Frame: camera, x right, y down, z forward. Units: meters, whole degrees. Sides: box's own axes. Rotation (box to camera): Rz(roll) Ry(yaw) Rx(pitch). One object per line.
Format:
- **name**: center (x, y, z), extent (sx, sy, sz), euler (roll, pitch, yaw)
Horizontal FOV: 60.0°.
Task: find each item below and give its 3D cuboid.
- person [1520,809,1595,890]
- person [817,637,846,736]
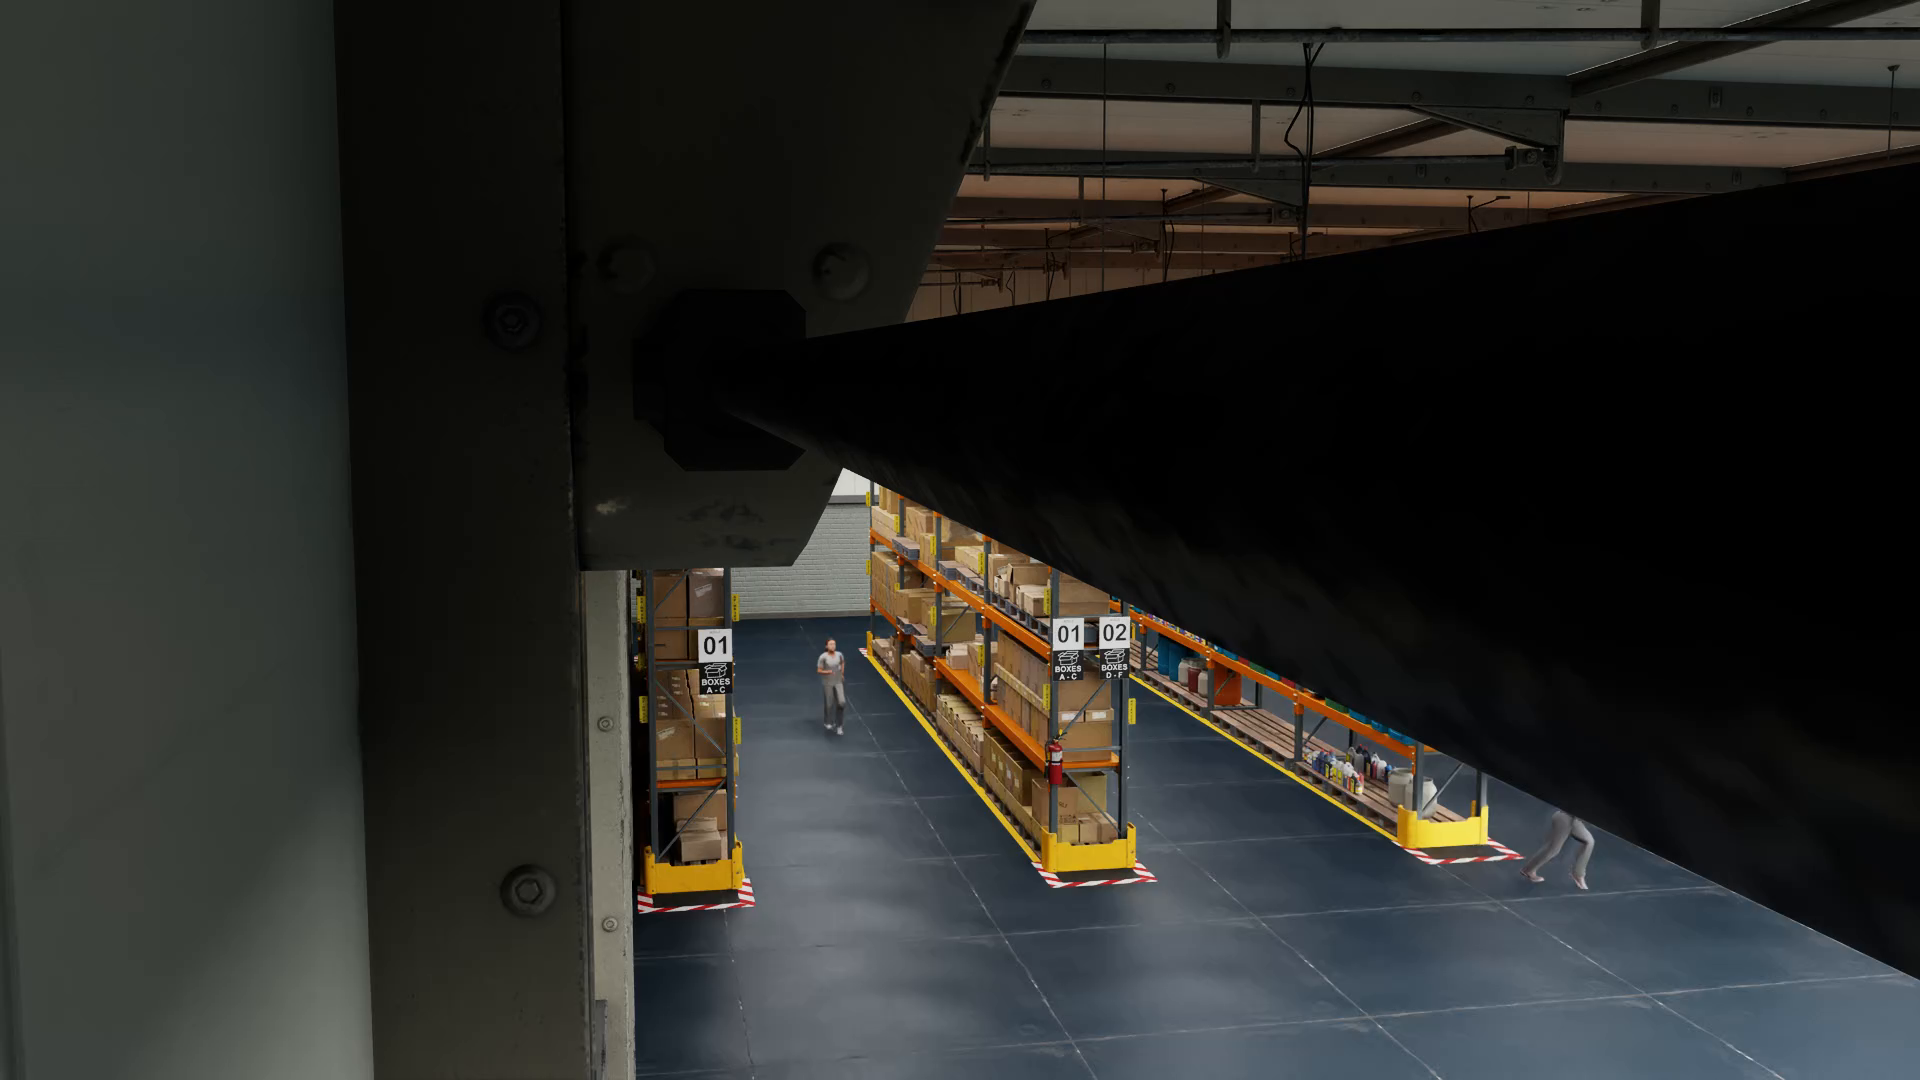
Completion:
- **person**: center (7.349, 3.481, 20.235), extent (0.966, 1.586, 0.614), euler (2, 6, 21)
- **person**: center (-2.202, 2.521, 28.642), extent (0.542, 1.710, 0.731), euler (-2, 6, -19)
